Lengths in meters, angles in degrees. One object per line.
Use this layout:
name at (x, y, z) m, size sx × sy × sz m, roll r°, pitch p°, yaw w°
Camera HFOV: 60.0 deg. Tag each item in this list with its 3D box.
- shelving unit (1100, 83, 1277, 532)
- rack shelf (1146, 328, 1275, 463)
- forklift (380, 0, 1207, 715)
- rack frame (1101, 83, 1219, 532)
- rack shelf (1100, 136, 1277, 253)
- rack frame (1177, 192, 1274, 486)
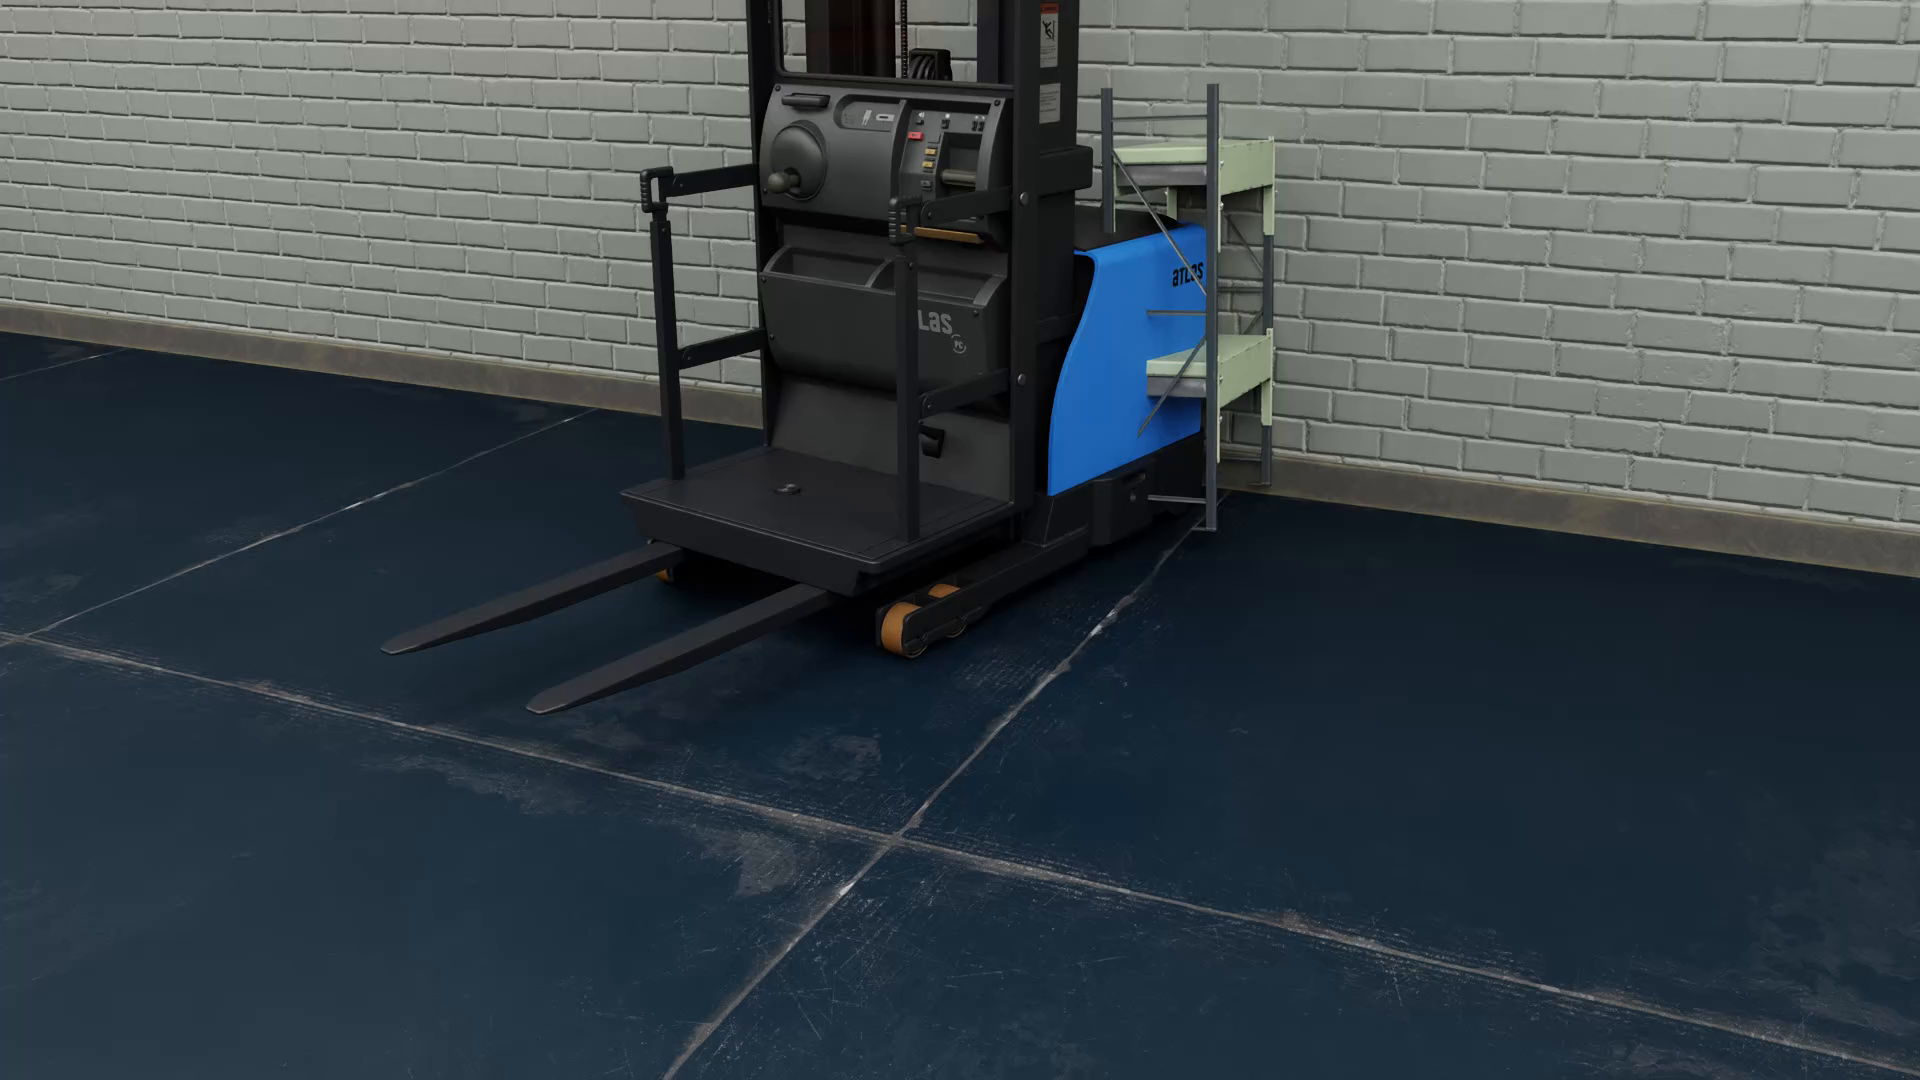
shelving unit at (0.836, -0.861, 5.987) m, size 0.431 × 1.500 × 0.755 m, roll 5°, pitch 16°, yaw 24°
rack shelf at (0.847, -0.545, 6.070) m, size 0.431 × 0.370 × 0.720 m, roll 5°, pitch 16°, yaw 24°
forklift at (-0.382, -1.213, 5.007) m, size 1.130 × 2.935 × 3.031 m, roll 14°, pitch 24°, yaw 35°
rack frame at (0.682, -0.771, 5.667) m, size 0.400 × 1.500 × 0.023 m, roll 5°, pitch 16°, yaw 24°
rack shelf at (0.822, -1.238, 5.889) m, size 0.431 × 0.370 × 0.720 m, roll 5°, pitch 16°, yaw 24°
rack frame at (0.989, -0.950, 6.307) m, size 0.400 × 1.500 × 0.023 m, roll 5°, pitch 16°, yaw 24°
